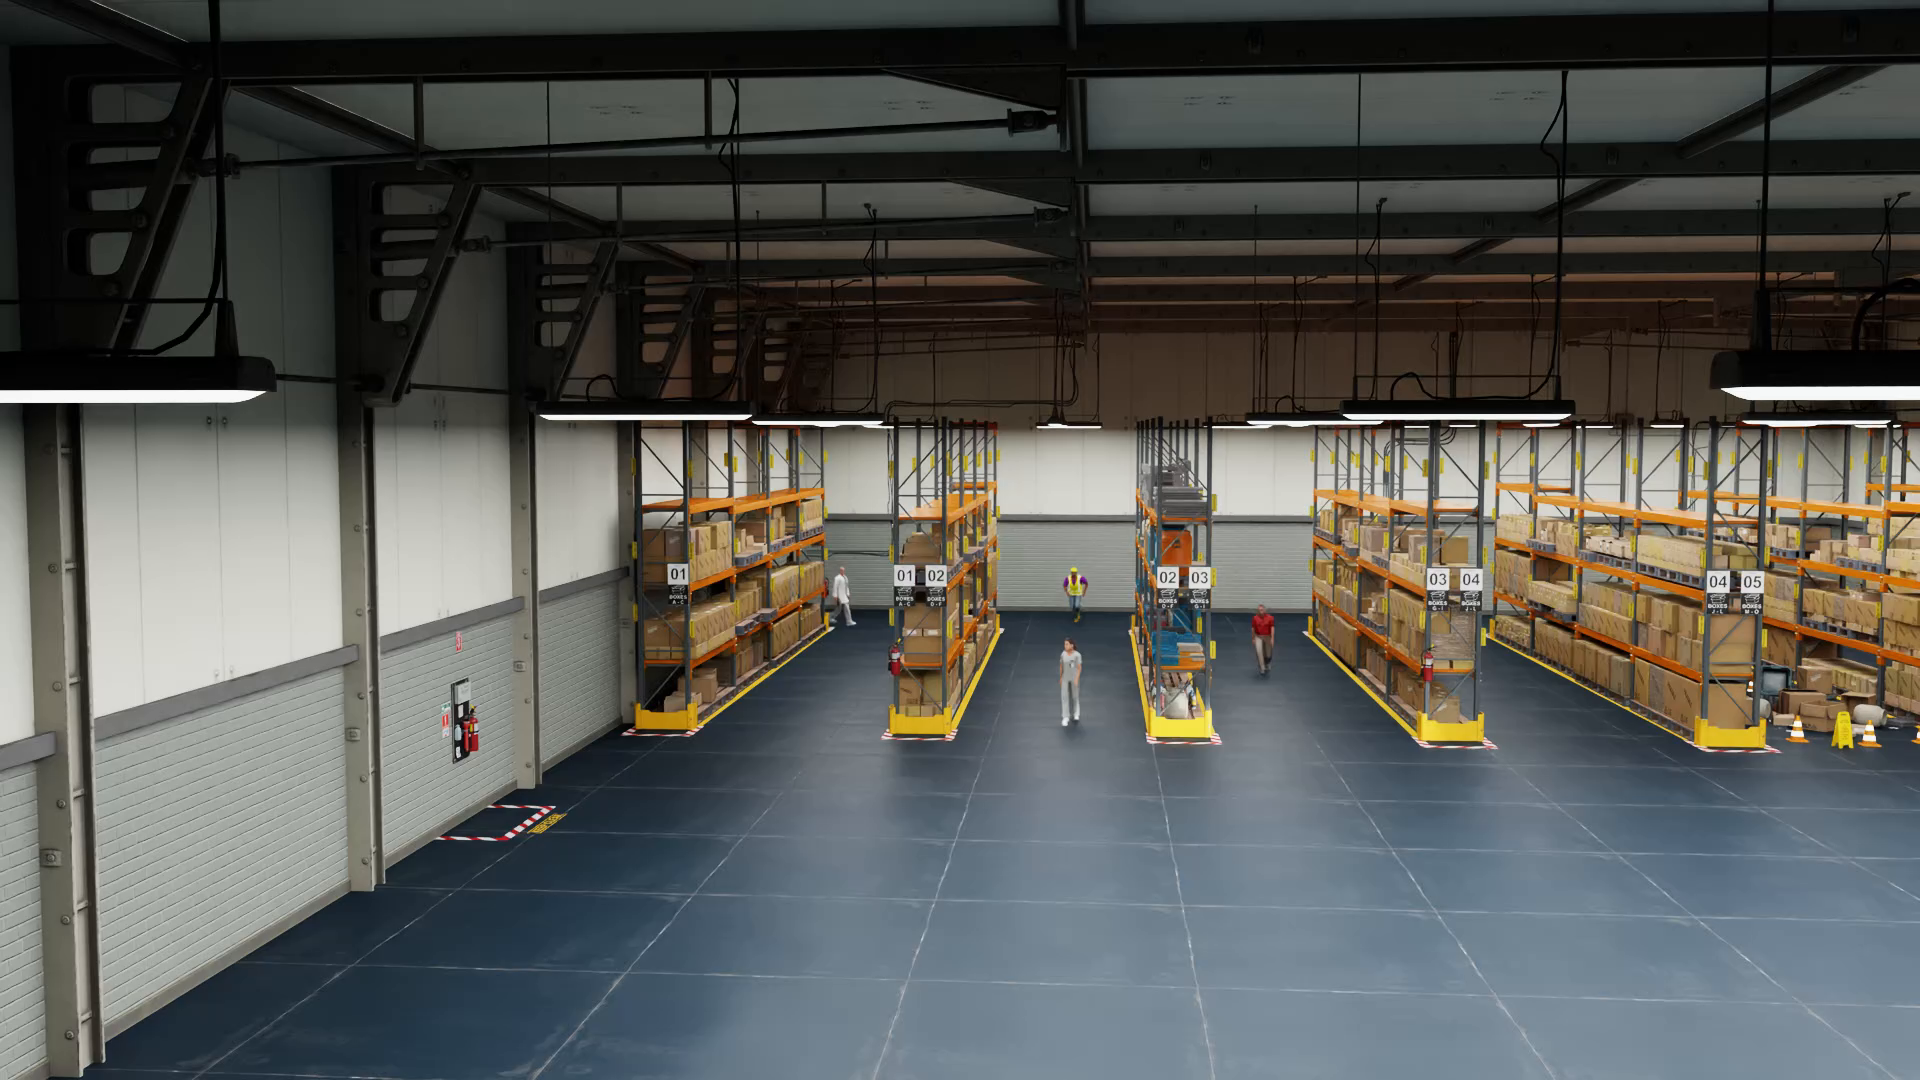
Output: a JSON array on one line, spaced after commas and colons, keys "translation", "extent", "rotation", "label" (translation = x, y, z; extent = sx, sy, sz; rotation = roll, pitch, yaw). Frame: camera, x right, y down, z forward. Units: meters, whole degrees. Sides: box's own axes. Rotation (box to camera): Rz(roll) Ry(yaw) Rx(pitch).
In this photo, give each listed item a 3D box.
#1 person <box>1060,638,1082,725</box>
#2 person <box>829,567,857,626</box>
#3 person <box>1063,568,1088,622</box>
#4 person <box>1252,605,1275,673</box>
[{"translation": [2.153, 2.755, 32.646], "extent": [0.475, 1.652, 0.841], "rotation": [1, 4, 19], "label": "person"}, {"translation": [-3.508, 1.654, 48.971], "extent": [1.076, 1.746, 0.589], "rotation": [1, 4, 20], "label": "person"}, {"translation": [3.467, 1.641, 49.820], "extent": [0.737, 1.664, 0.693], "rotation": [1, 4, 15], "label": "person"}, {"translation": [7.202, 2.334, 39.502], "extent": [0.527, 1.610, 1.042], "rotation": [1, 4, 9], "label": "person"}]
